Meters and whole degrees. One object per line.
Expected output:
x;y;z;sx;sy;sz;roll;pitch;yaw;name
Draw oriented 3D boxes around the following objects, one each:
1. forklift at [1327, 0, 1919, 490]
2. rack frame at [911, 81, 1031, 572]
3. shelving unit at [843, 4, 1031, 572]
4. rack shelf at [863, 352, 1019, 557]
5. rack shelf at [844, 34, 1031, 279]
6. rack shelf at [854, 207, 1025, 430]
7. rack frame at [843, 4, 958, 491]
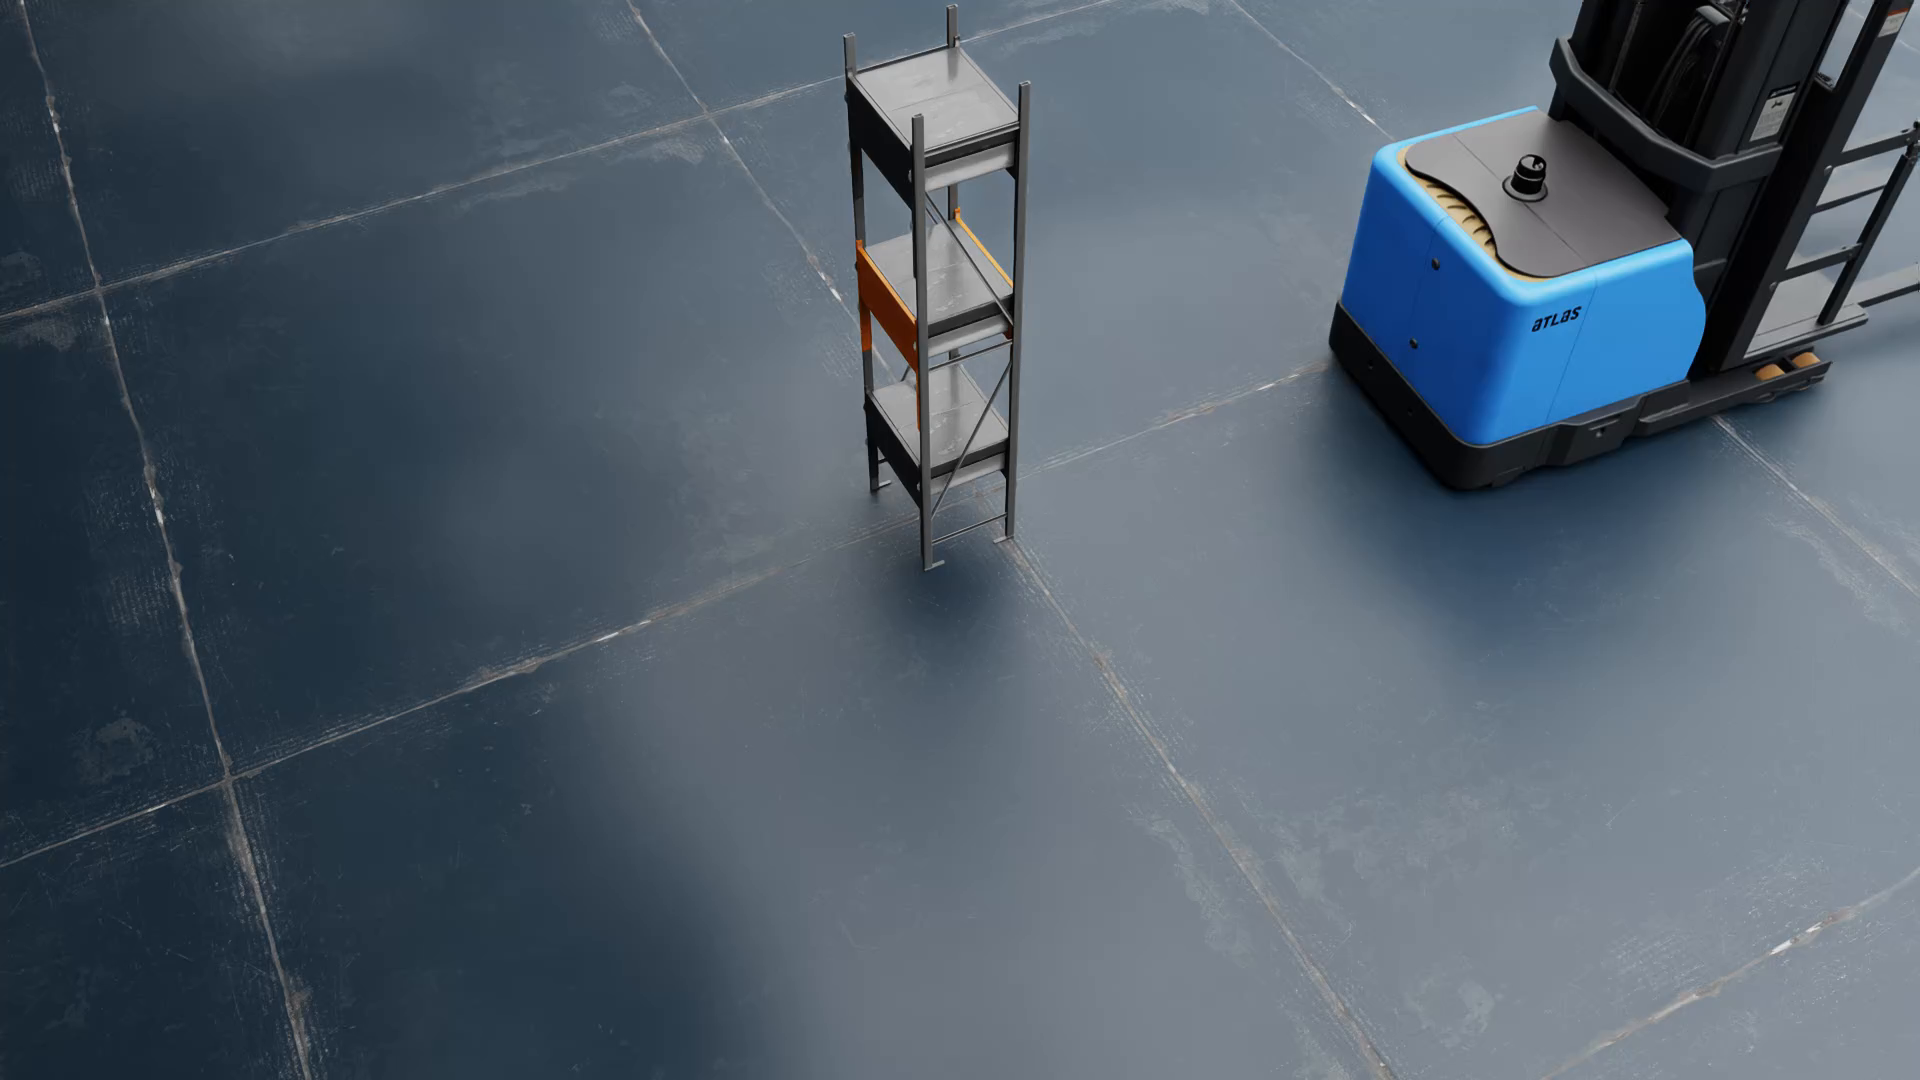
3.178;-1.903;6.360;3.031;2.935;1.130;-18;51;-15;forklift
0.036;-0.639;5.806;0.400;2.100;0.015;-21;52;-18;rack frame
-0.076;-0.802;5.949;0.431;2.100;0.503;-21;52;-18;shelving unit
-0.076;-0.332;6.486;0.431;0.518;0.480;-21;52;-18;rack shelf
-0.076;-1.254;5.433;0.431;0.518;0.480;-21;52;-18;rack shelf
-0.076;-0.793;5.959;0.431;0.518;0.480;-21;52;-18;rack shelf
-0.187;-0.965;6.092;0.400;2.100;0.015;-21;52;-18;rack frame
